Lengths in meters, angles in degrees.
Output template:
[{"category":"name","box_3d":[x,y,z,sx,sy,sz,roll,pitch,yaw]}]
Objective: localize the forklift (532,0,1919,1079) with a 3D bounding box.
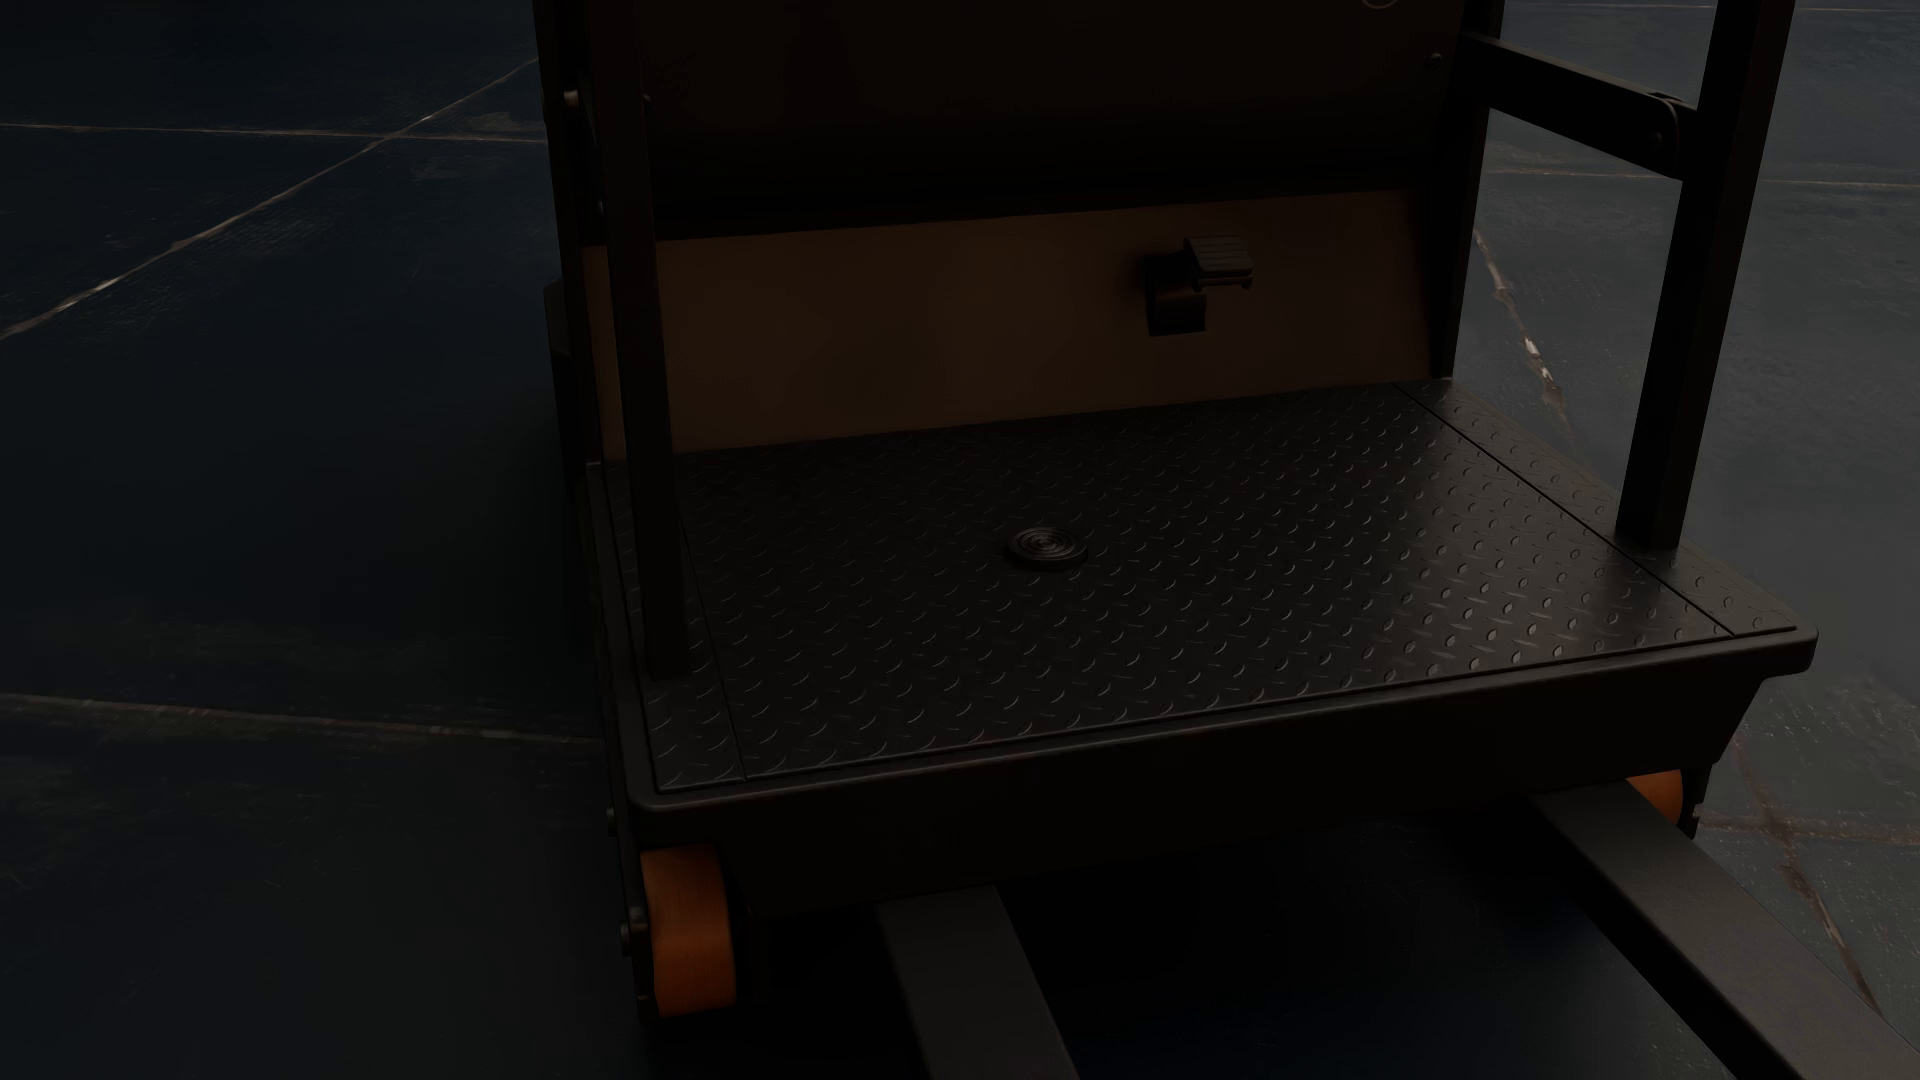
[{"category":"forklift","box_3d":[0.153,-1.049,1.319,1.130,2.935,3.031,-7,27,-13]}]
